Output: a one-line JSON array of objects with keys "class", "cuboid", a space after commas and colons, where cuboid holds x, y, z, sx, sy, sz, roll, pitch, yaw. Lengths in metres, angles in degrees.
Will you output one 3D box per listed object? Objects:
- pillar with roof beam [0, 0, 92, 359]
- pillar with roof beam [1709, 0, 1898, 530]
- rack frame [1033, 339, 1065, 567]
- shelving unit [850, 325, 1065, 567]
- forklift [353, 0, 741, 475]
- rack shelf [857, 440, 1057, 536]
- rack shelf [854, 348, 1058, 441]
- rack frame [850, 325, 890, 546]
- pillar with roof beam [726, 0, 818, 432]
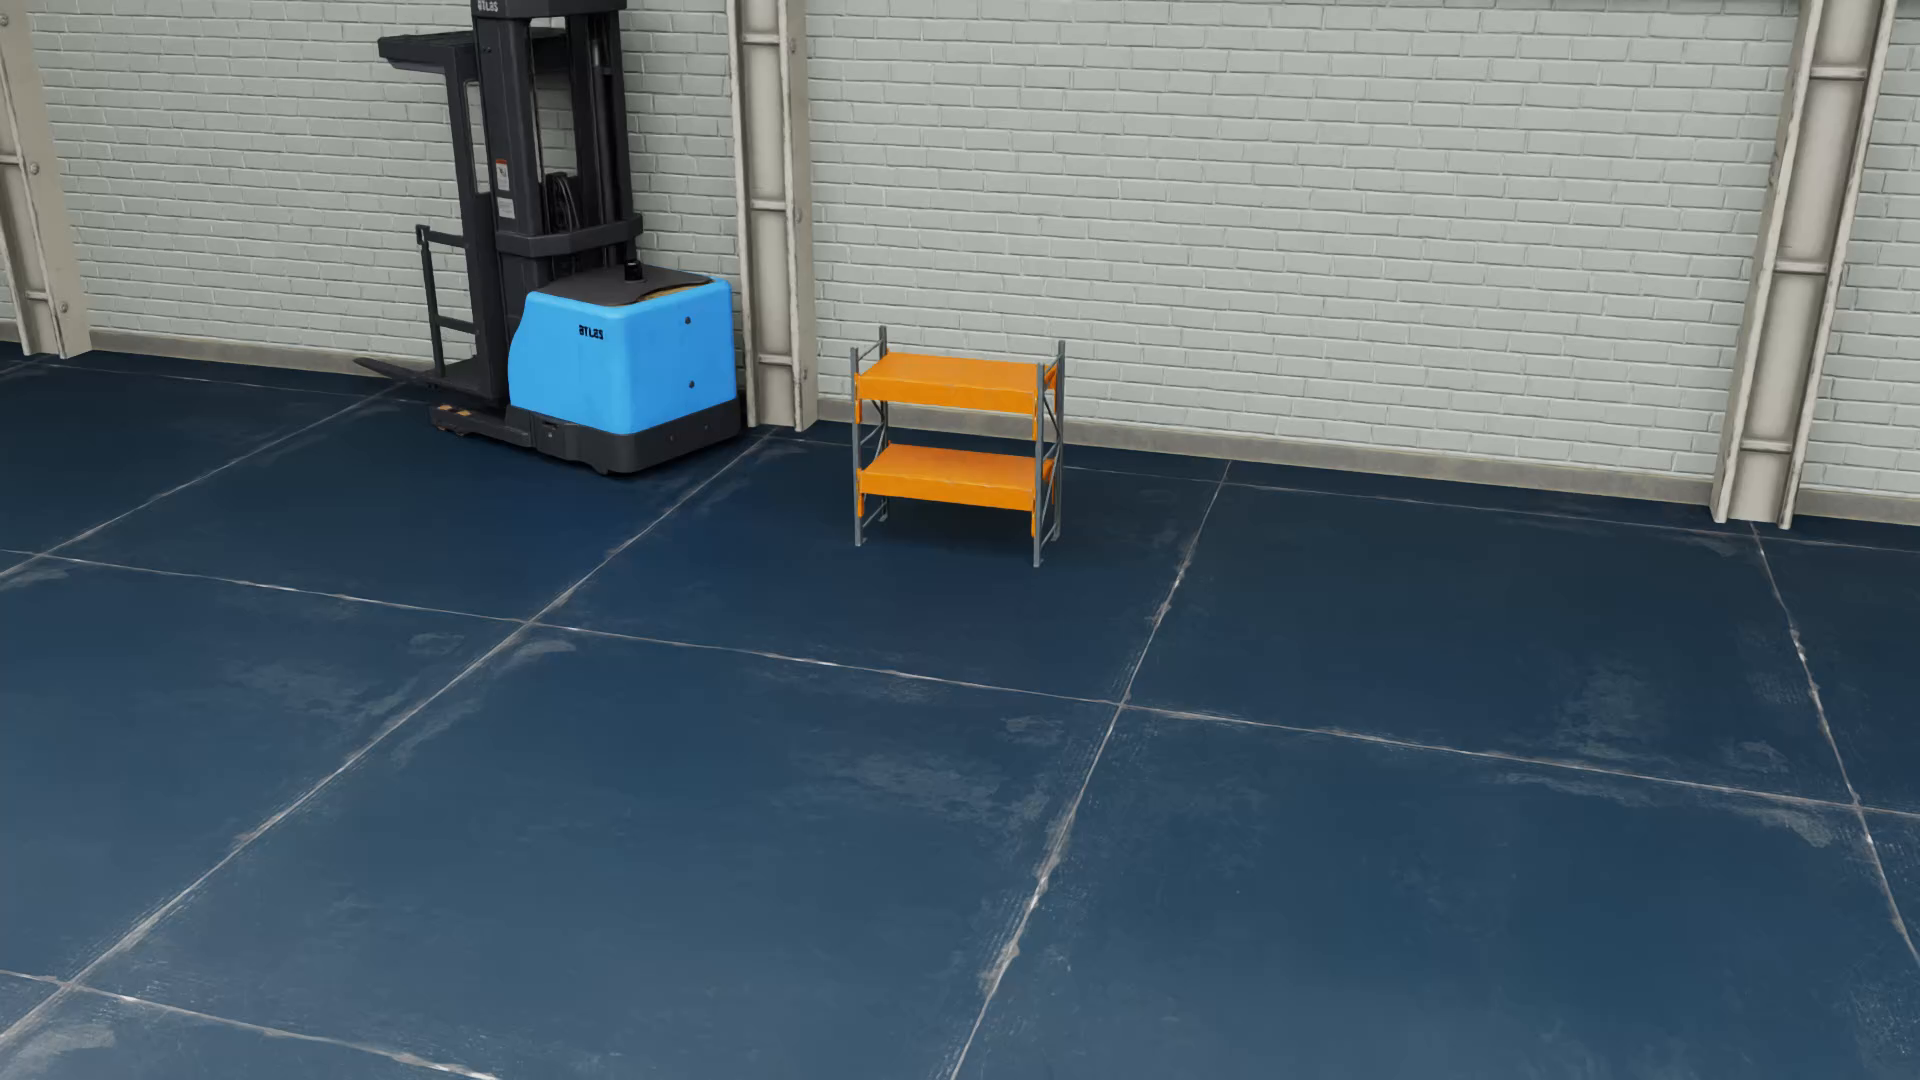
[{"class": "pillar with roof beam", "cuboid": [-8.177, -4.050, 7.287, 0.400, 9.000, 9.100, 7, 23, 16]}, {"class": "pillar with roof beam", "cuboid": [3.311, -2.735, 4.080, 0.400, 9.000, 9.100, 7, 23, 16]}, {"class": "rack frame", "cuboid": [0.480, -0.465, 8.922, 0.032, 1.125, 0.500, 7, 23, 16]}, {"class": "shelving unit", "cuboid": [-0.006, -0.521, 9.058, 1.048, 1.125, 0.538, 7, 23, 16]}, {"class": "forklift", "cuboid": [-2.902, -2.184, 10.732, 3.031, 2.935, 1.130, 16, 27, 34]}, {"class": "rack shelf", "cuboid": [-0.006, -0.295, 9.151, 1.000, 0.278, 0.538, 7, 23, 16]}, {"class": "rack shelf", "cuboid": [-0.006, -0.792, 8.947, 1.000, 0.278, 0.538, 7, 23, 16]}, {"class": "rack frame", "cuboid": [-0.493, -0.577, 9.194, 0.032, 1.125, 0.500, 7, 23, 16]}, {"class": "pillar with roof beam", "cuboid": [-2.433, -3.393, 5.684, 0.400, 9.000, 9.100, 7, 23, 16]}]
